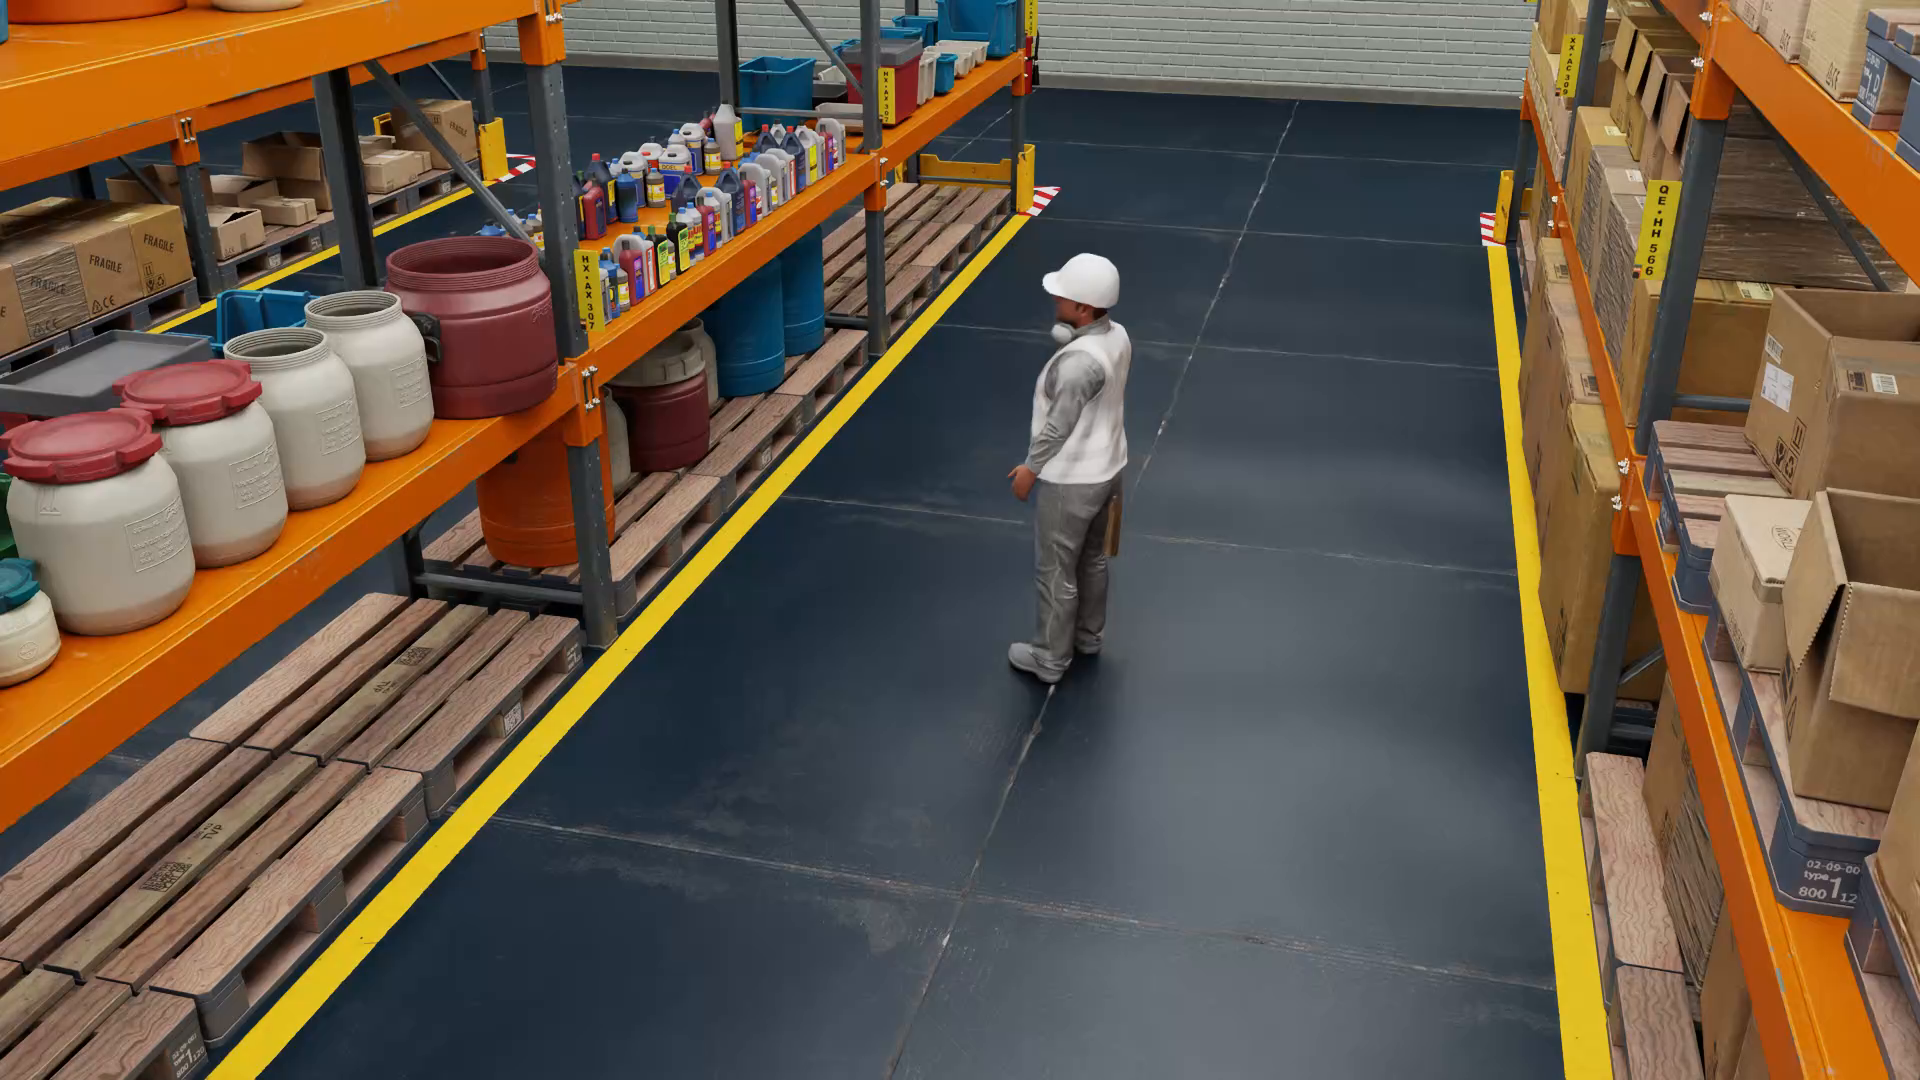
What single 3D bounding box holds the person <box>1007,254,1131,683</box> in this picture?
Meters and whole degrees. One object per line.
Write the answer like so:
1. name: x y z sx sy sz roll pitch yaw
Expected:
1. person: 0.438 -0.292 6.650 0.452 1.785 0.581 10 27 21
